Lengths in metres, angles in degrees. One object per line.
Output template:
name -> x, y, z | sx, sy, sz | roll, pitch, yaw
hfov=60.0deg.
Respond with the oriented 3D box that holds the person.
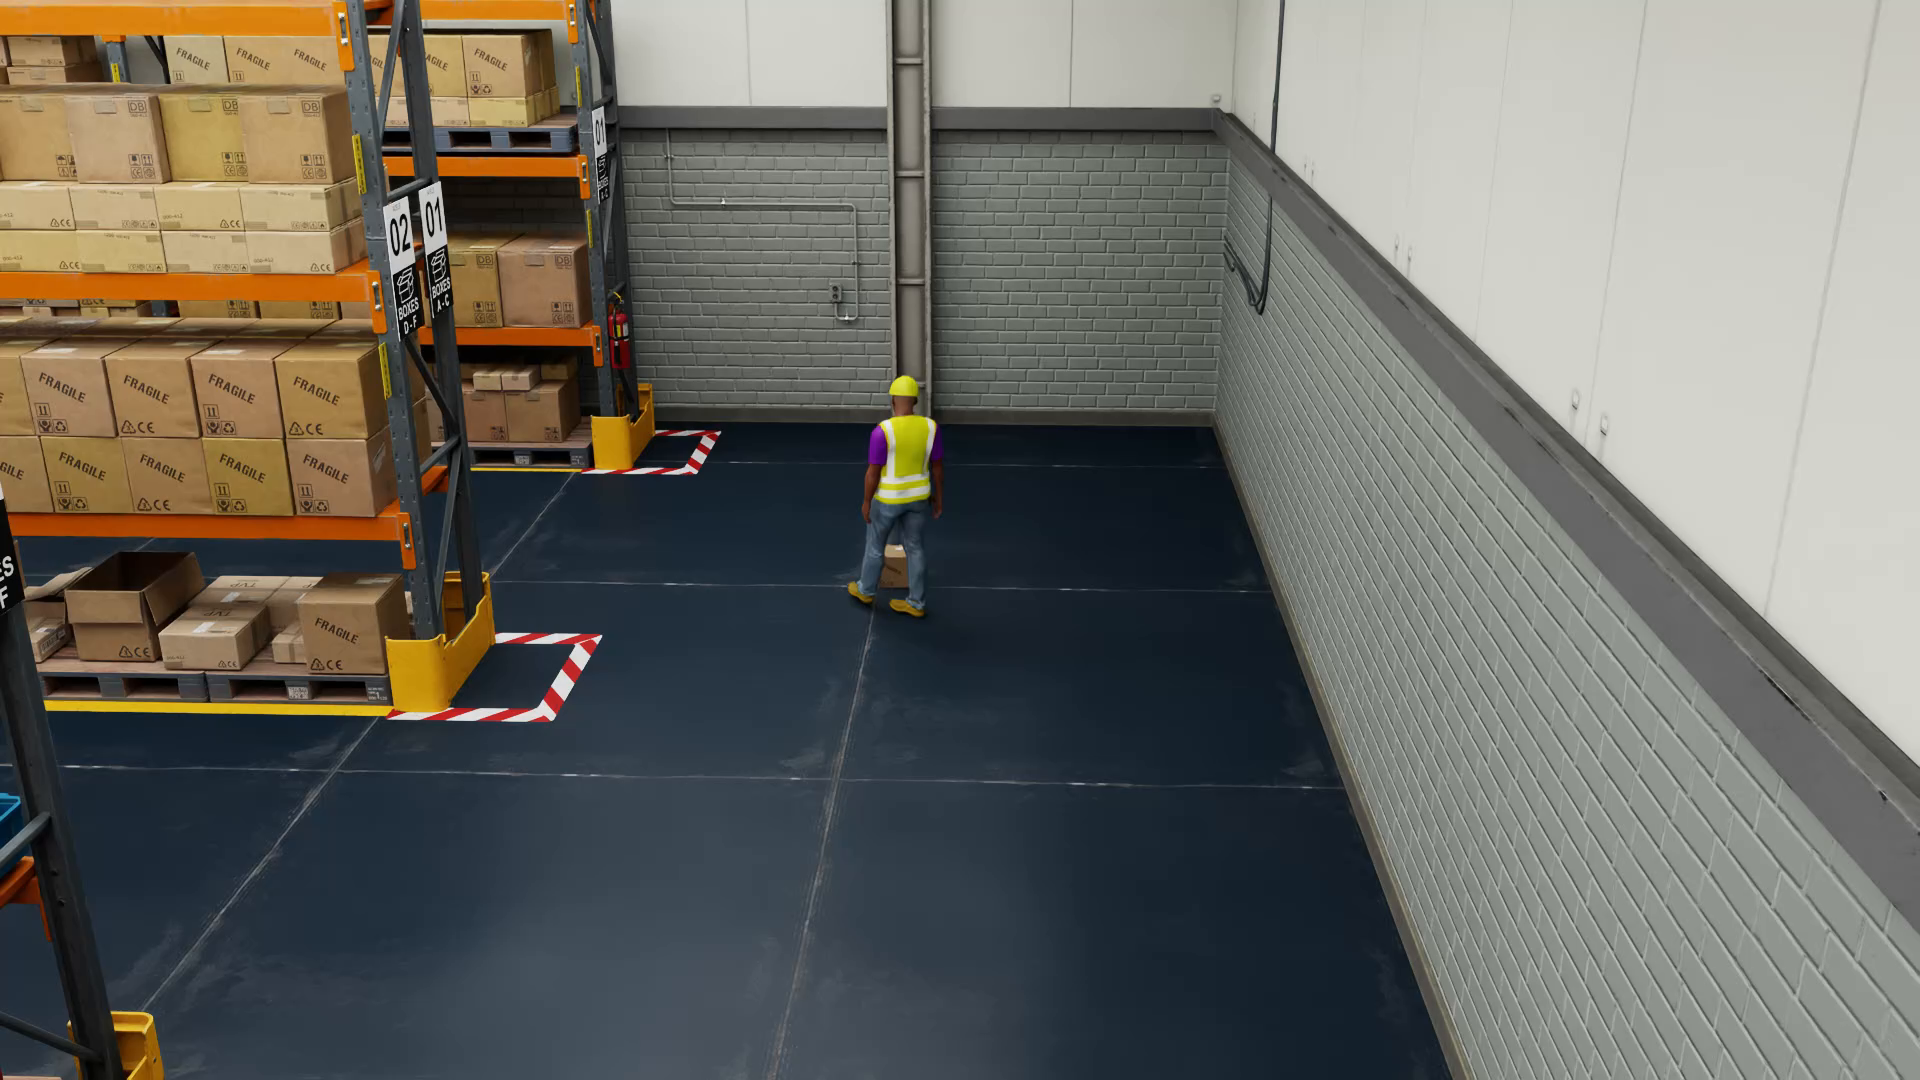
person -> -0.483, -0.355, 11.970 | 0.598, 1.762, 0.692 | -10, 23, -26
